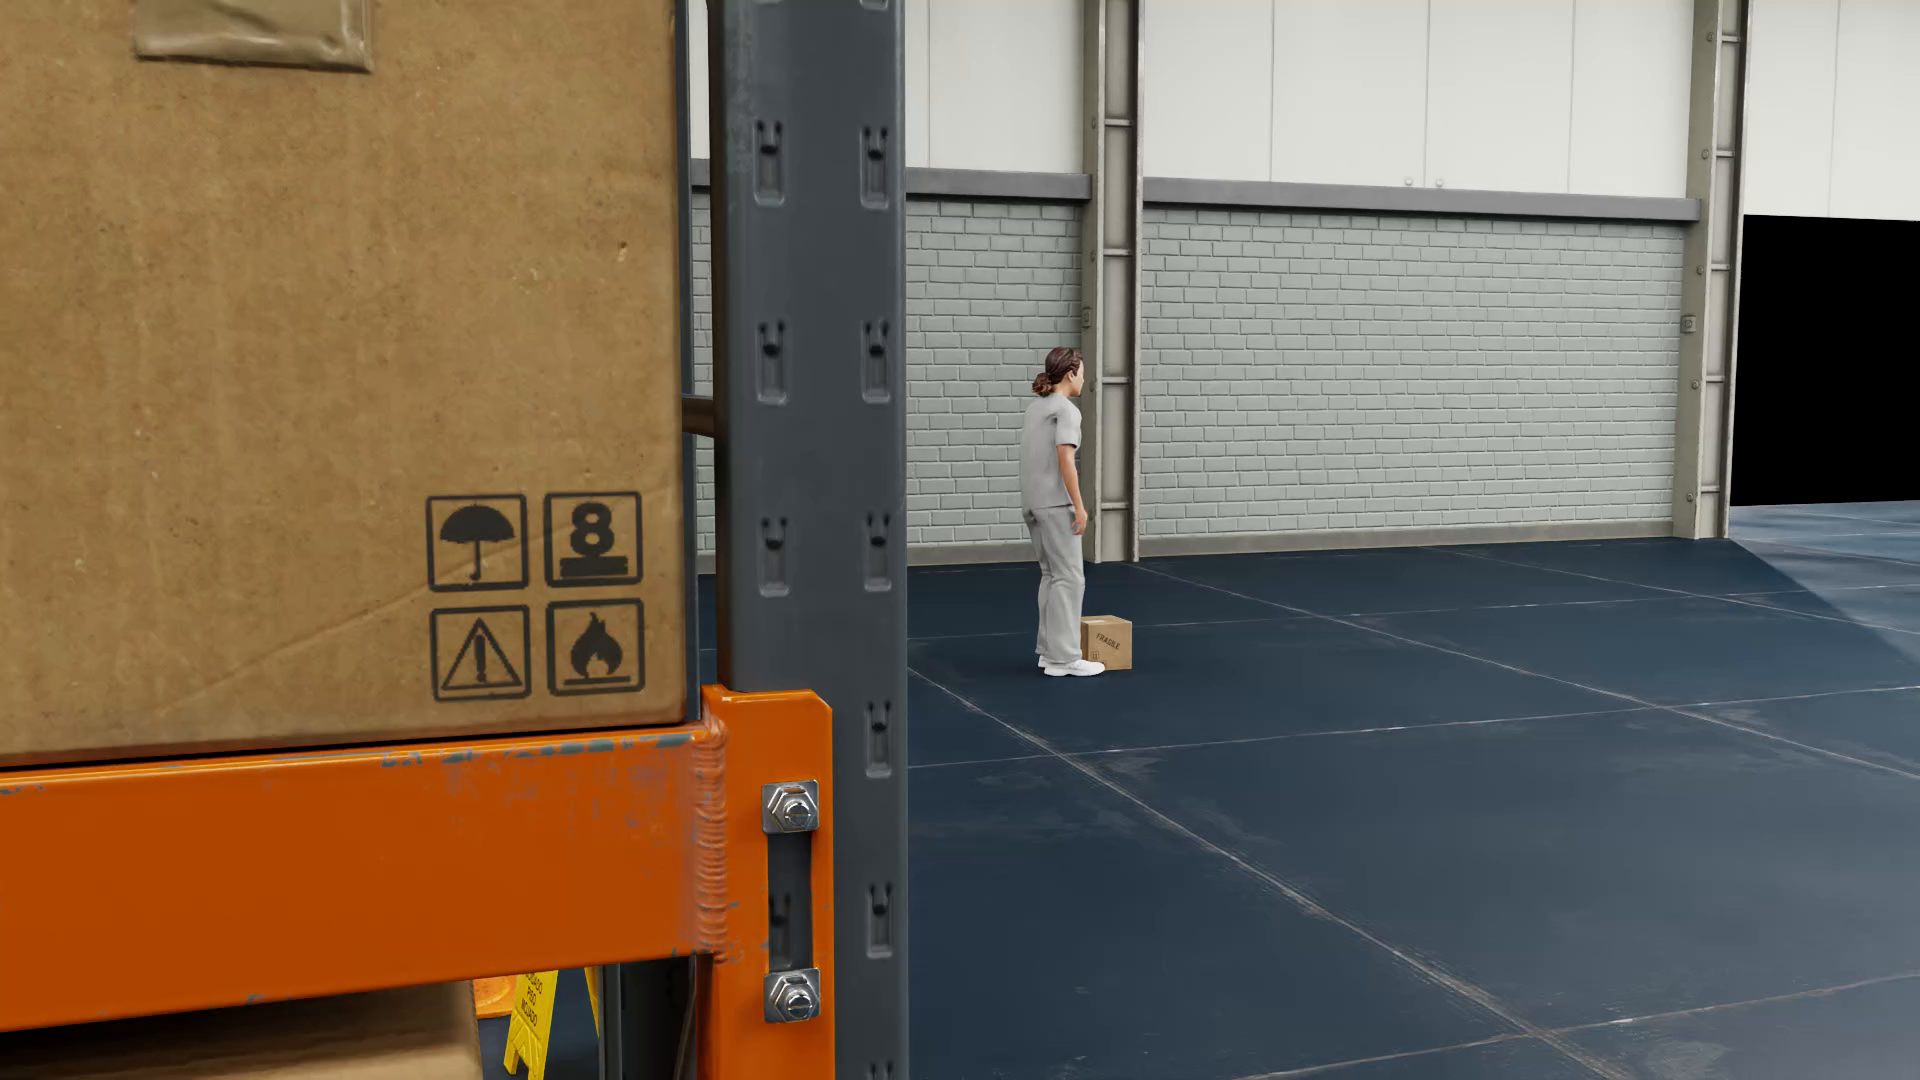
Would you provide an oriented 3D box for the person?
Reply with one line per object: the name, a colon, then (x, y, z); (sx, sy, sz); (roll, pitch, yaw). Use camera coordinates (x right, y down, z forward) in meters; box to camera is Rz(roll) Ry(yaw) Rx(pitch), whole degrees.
person: (0.525, -0.156, 8.580); (0.414, 1.667, 0.514); (-2, 6, -22)
